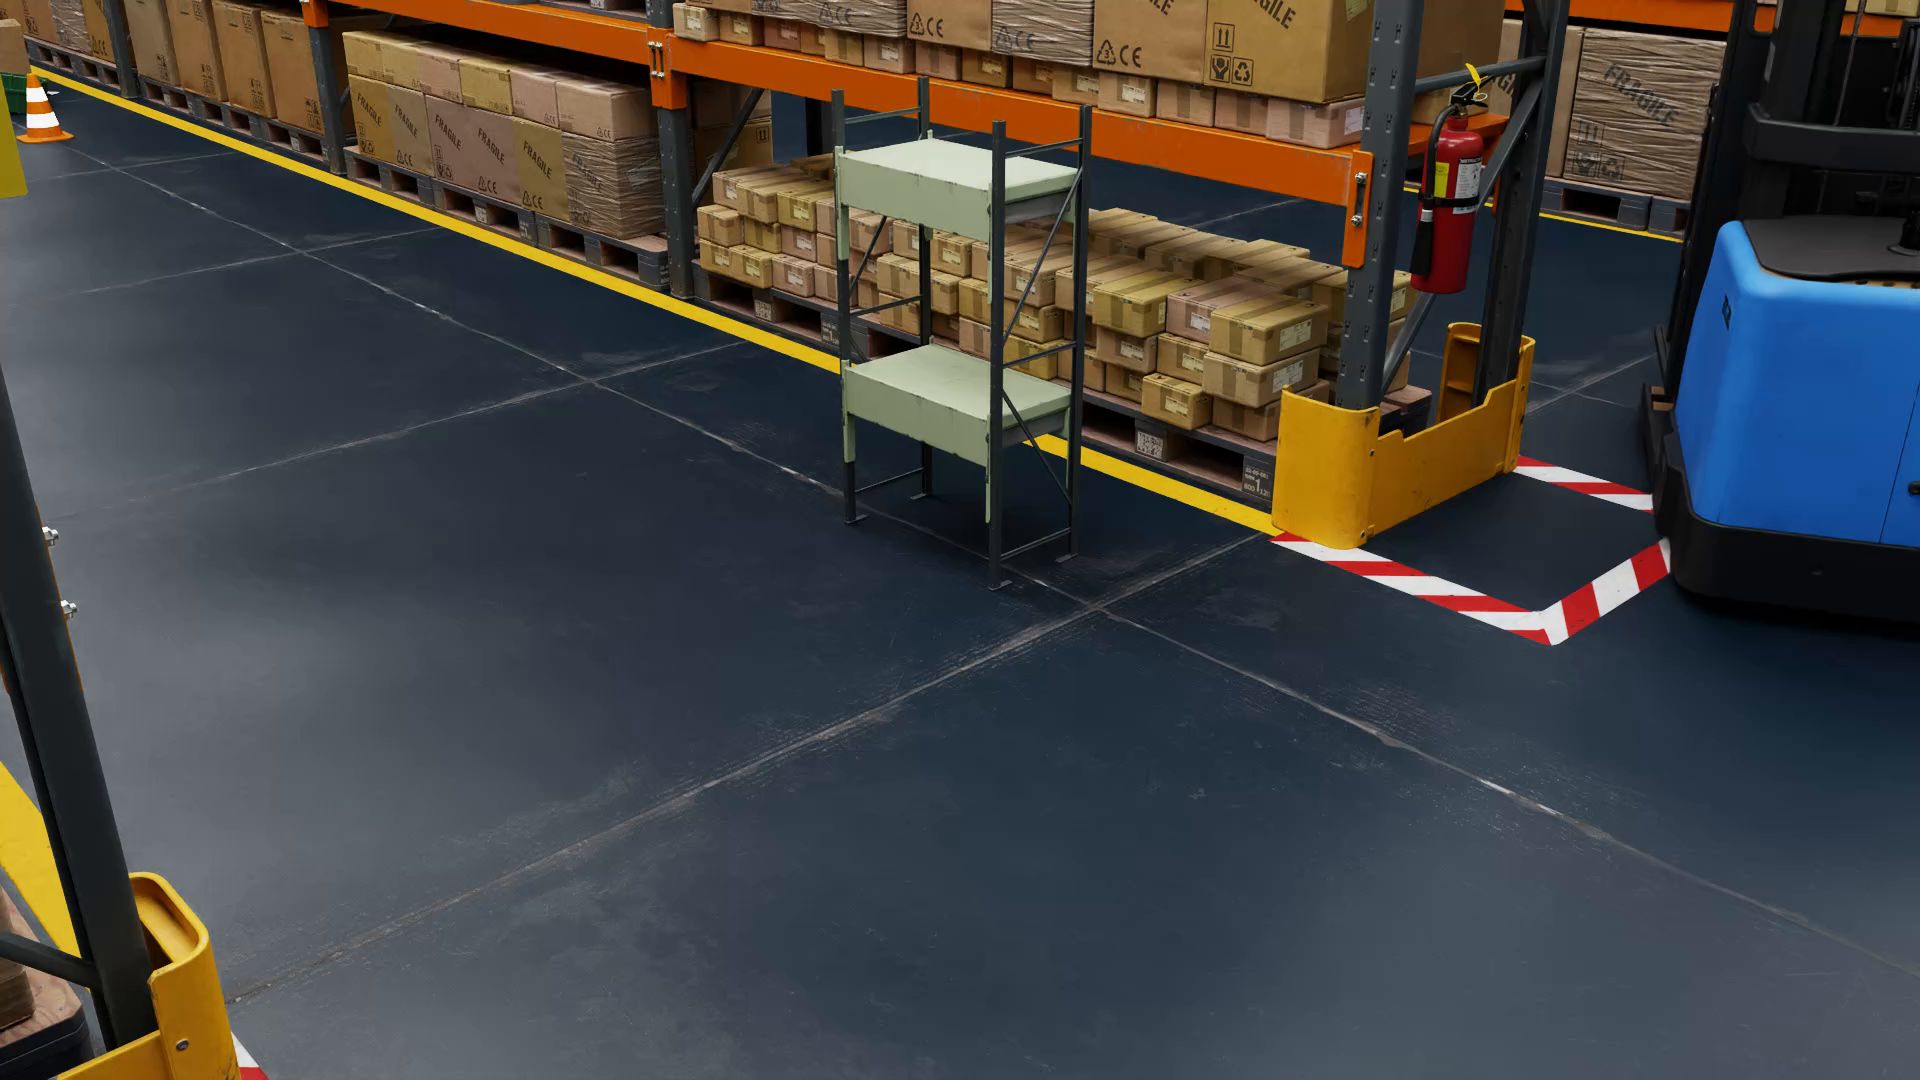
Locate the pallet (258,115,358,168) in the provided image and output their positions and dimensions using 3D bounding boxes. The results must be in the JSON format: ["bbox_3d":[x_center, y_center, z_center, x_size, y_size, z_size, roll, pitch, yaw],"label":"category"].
[{"bbox_3d":[-4.284,-2.929,11.917,1.003,0.211,1.213,-21,32,-38],"label":"pallet"}]

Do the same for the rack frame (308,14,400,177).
[{"bbox_3d":[-3.800,-3.938,10.768,1.000,3.000,0.127,-21,32,-38],"label":"rack frame"}]

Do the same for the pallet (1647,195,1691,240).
[{"bbox_3d":[4.754,-1.842,9.533,1.003,0.211,1.213,-21,32,-38],"label":"pallet"}]

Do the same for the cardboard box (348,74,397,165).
[{"bbox_3d":[-3.503,-2.705,10.571,0.500,0.500,0.500,22,33,40],"label":"cardboard box"}]

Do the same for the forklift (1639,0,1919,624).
[{"bbox_3d":[3.219,-1.632,5.795,1.130,2.935,3.031,8,26,16],"label":"forklift"}]

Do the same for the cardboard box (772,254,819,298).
[{"bbox_3d":[-0.662,-1.277,7.865,0.380,0.149,0.250,-21,32,-39],"label":"cardboard box"}]

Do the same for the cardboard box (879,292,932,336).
[{"bbox_3d":[-0.136,-1.037,7.338,0.380,0.149,0.250,-22,33,-40],"label":"cardboard box"}]

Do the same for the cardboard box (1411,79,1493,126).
[{"bbox_3d":[1.685,-1.591,5.926,0.380,0.149,0.250,-22,32,-39],"label":"cardboard box"}]

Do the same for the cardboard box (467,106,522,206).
[{"bbox_3d":[-2.454,-2.245,9.562,0.500,0.500,0.500,-22,33,-40],"label":"cardboard box"}]

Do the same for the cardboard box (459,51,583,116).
[{"bbox_3d":[-2.473,-2.590,9.417,0.500,0.250,0.500,22,33,39],"label":"cardboard box"}]

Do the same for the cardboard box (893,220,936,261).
[{"bbox_3d":[-0.073,-1.333,7.269,0.250,0.149,0.380,22,33,40],"label":"cardboard box"}]

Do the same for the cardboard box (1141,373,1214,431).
[{"bbox_3d":[0.906,-0.558,6.287,0.380,0.149,0.250,-20,31,-37],"label":"cardboard box"}]

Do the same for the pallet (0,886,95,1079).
[{"bbox_3d":[-2.480,0.969,3.371,1.003,0.211,1.213,-21,32,-38],"label":"pallet"}]

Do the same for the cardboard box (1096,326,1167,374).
[{"bbox_3d":[0.742,-0.779,6.415,0.250,0.149,0.380,22,33,40],"label":"cardboard box"}]

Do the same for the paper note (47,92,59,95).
[{"bbox_3d":[-7.655,-3.746,13.924,0.142,0.020,0.147,3,25,6],"label":"paper note"}]

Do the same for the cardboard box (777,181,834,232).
[{"bbox_3d":[-0.628,-1.565,7.778,0.380,0.149,0.250,-22,32,-39],"label":"cardboard box"}]

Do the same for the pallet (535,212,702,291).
[{"bbox_3d":[-1.600,-1.693,9.206,1.003,0.211,1.213,-21,32,-38],"label":"pallet"}]

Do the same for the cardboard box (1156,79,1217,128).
[{"bbox_3d":[0.913,-1.576,5.893,0.380,0.149,0.250,-22,32,-39],"label":"cardboard box"}]

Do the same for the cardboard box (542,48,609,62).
[{"bbox_3d":[-2.090,-2.736,9.736,0.500,0.250,0.500,-20,31,-37],"label":"cardboard box"}]

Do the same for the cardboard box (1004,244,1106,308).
[{"bbox_3d":[0.366,-1.064,6.681,0.380,0.149,0.250,-20,31,-37],"label":"cardboard box"}]

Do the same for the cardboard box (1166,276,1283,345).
[{"bbox_3d":[0.991,-0.860,6.232,0.380,0.149,0.250,-20,32,-37],"label":"cardboard box"}]

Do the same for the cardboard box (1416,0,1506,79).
[{"bbox_3d":[1.562,-1.909,5.842,0.500,0.500,0.500,-19,31,-36],"label":"cardboard box"}]

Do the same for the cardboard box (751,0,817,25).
[{"bbox_3d":[-0.568,-2.537,7.219,0.500,0.500,0.500,-21,32,-38],"label":"cardboard box"}]

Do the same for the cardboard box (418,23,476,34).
[{"bbox_3d":[-3.142,-3.200,10.752,0.500,0.250,0.500,-22,33,-40],"label":"cardboard box"}]

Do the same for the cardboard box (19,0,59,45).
[{"bbox_3d":[-8.154,-5.133,15.442,0.875,0.875,0.875,-22,32,-39],"label":"cardboard box"}]

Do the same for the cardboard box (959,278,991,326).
[{"bbox_3d":[0.217,-1.015,6.932,0.380,0.149,0.250,-19,31,-36],"label":"cardboard box"}]

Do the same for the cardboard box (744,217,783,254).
[{"bbox_3d":[-0.814,-1.503,8.002,0.380,0.149,0.250,-21,32,-38],"label":"cardboard box"}]

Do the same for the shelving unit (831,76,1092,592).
[{"bbox_3d":[-0.005,-0.684,5.443,0.431,1.500,0.755,-21,32,-38],"label":"shelving unit"}]

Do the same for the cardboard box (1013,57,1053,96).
[{"bbox_3d":[0.422,-1.834,6.458,0.250,0.149,0.380,22,33,40],"label":"cardboard box"}]

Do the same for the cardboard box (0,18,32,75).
[{"bbox_3d":[-8.344,-4.193,14.335,0.500,0.500,0.500,-15,29,-30],"label":"cardboard box"}]

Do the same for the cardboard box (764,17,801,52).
[{"bbox_3d":[-0.660,-2.310,7.502,0.250,0.149,0.380,22,33,39],"label":"cardboard box"}]

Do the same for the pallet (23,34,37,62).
[{"bbox_3d":[-8.665,-4.873,16.177,1.003,0.211,1.213,-21,32,-38],"label":"pallet"}]

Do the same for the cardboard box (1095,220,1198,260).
[{"bbox_3d":[0.790,-1.234,7.054,0.380,0.149,0.250,-20,31,-37],"label":"cardboard box"}]

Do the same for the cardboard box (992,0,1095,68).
[{"bbox_3d":[0.471,-2.066,6.187,0.500,0.500,0.500,-21,32,-38],"label":"cardboard box"}]

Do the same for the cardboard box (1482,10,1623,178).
[{"bbox_3d":[3.631,-2.831,10.396,0.875,0.875,0.875,-21,32,-38],"label":"cardboard box"}]

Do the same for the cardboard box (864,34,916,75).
[{"bbox_3d":[-0.176,-2.048,6.927,0.380,0.149,0.250,-20,31,-36],"label":"cardboard box"}]

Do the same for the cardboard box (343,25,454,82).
[{"bbox_3d":[-3.506,-3.055,10.435,0.500,0.250,0.500,22,32,39],"label":"cardboard box"}]

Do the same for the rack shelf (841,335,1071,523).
[{"bbox_3d":[-0.005,-0.388,5.578,0.431,0.370,0.720,-21,32,-38],"label":"rack shelf"}]

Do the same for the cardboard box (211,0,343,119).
[{"bbox_3d":[-4.751,-3.579,12.186,1.050,0.750,0.750,-21,32,-38],"label":"cardboard box"}]

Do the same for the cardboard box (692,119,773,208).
[{"bbox_3d":[-1.378,-2.079,9.199,0.500,0.500,0.500,-20,31,-37],"label":"cardboard box"}]

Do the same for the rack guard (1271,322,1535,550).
[{"bbox_3d":[1.616,-0.400,6.024,1.175,0.500,0.348,-21,32,-38],"label":"rack guard"}]

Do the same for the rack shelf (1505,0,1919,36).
[{"bbox_3d":[3.990,-3.169,9.949,1.077,0.370,4.000,-21,32,-38],"label":"rack shelf"}]

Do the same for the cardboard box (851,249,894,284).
[{"bbox_3d":[-0.268,-1.267,7.484,0.380,0.149,0.250,-19,31,-36],"label":"cardboard box"}]

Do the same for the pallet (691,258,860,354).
[{"bbox_3d":[-0.582,-1.264,8.266,1.003,0.211,1.213,-21,32,-38],"label":"pallet"}]

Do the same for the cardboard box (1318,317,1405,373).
[{"bbox_3d":[1.497,-0.775,6.405,0.380,0.149,0.250,-20,31,-36],"label":"cardboard box"}]

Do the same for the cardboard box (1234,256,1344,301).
[{"bbox_3d":[1.281,-0.983,6.503,0.380,0.149,0.250,-21,32,-38],"label":"cardboard box"}]

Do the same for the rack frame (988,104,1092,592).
[{"bbox_3d":[0.246,-0.573,5.200,0.400,1.500,0.023,-21,32,-38],"label":"rack frame"}]

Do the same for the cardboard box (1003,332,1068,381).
[{"bbox_3d":[0.390,-0.793,6.802,0.250,0.149,0.380,22,33,39],"label":"cardboard box"}]

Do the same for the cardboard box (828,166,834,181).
[{"bbox_3d":[-0.430,-1.790,8.273,0.380,0.149,0.250,-21,32,-38],"label":"cardboard box"}]

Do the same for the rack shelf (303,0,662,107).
[{"bbox_3d":[-2.433,-3.005,9.589,1.077,0.370,4.000,-21,32,-38],"label":"rack shelf"}]

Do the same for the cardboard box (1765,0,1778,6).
[{"bbox_3d":[4.523,-2.946,8.896,0.380,0.149,0.250,-21,32,-38],"label":"cardboard box"}]
